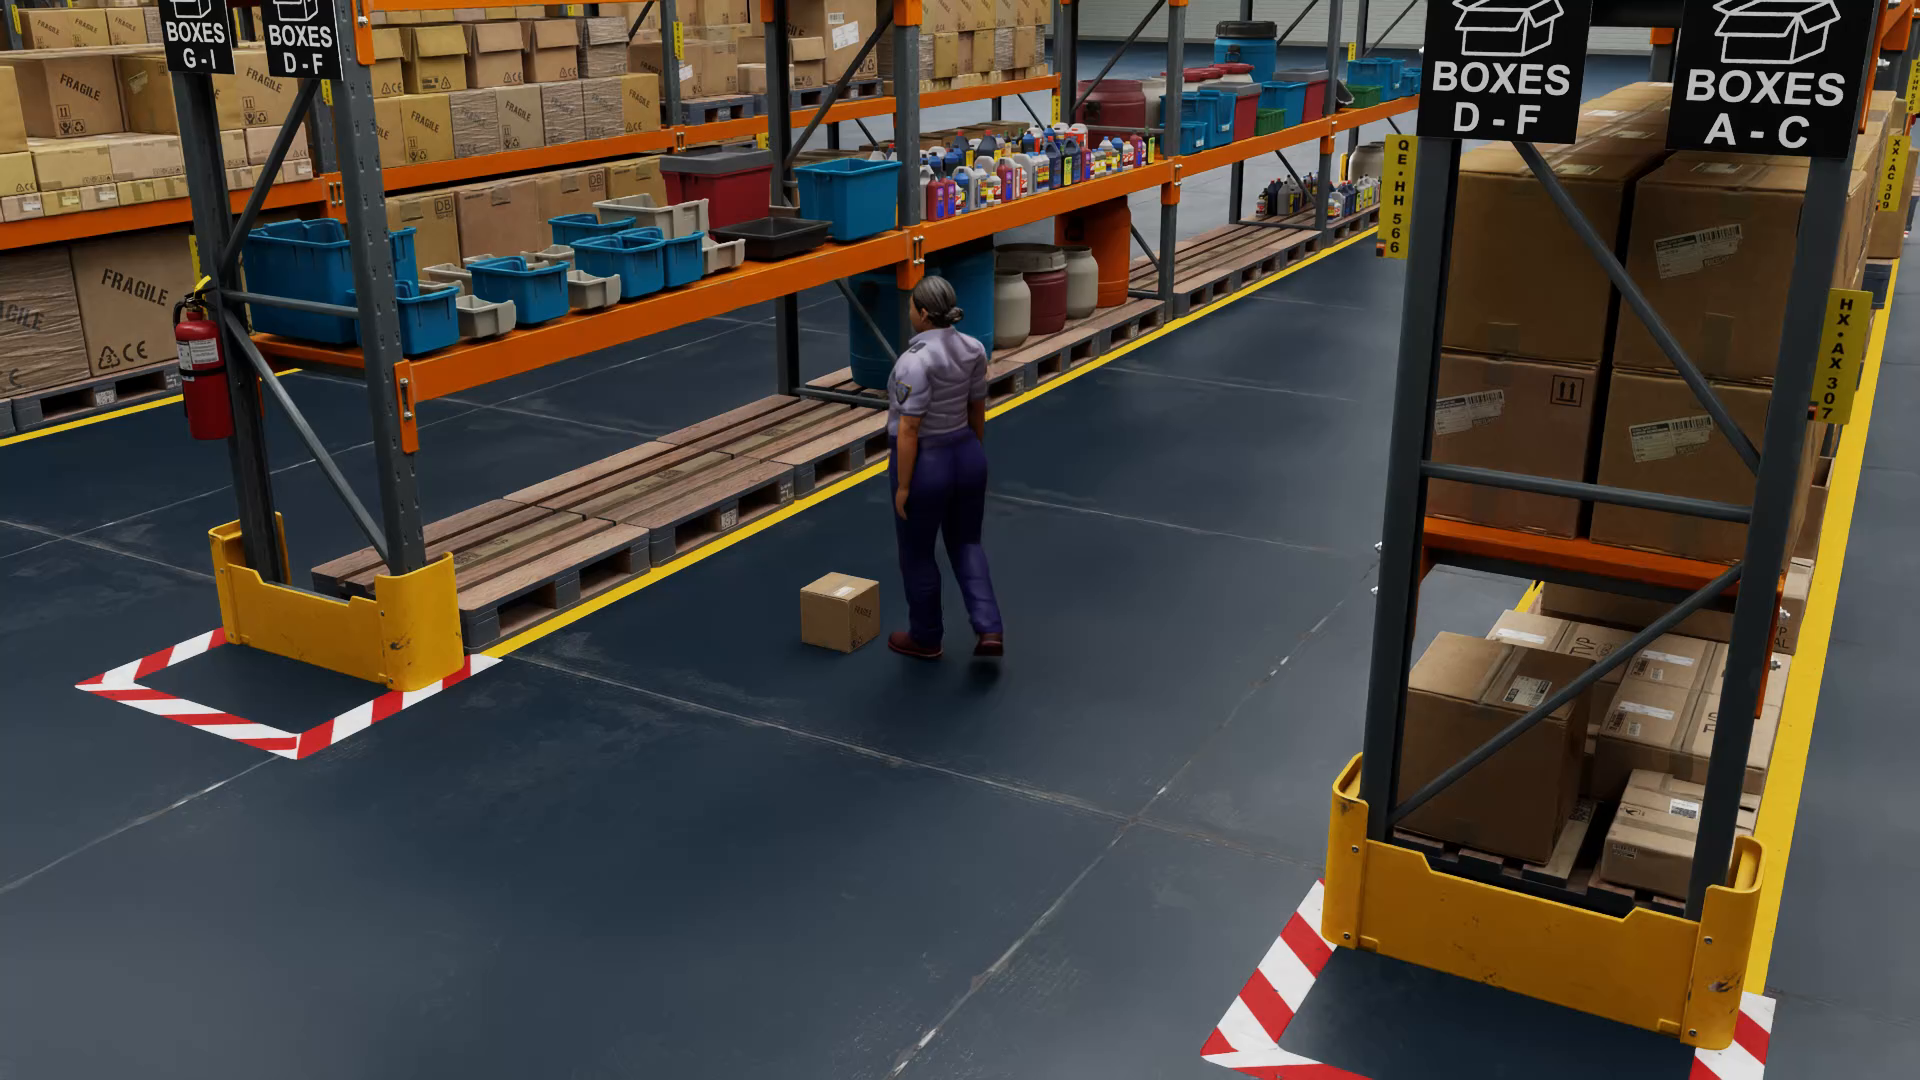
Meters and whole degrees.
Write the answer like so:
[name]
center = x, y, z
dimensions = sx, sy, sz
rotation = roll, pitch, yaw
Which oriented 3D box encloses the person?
[person]
center = -0.069, -0.261, 6.807
dimensions = 0.506, 1.651, 0.626
rotation = -16, 25, -37
